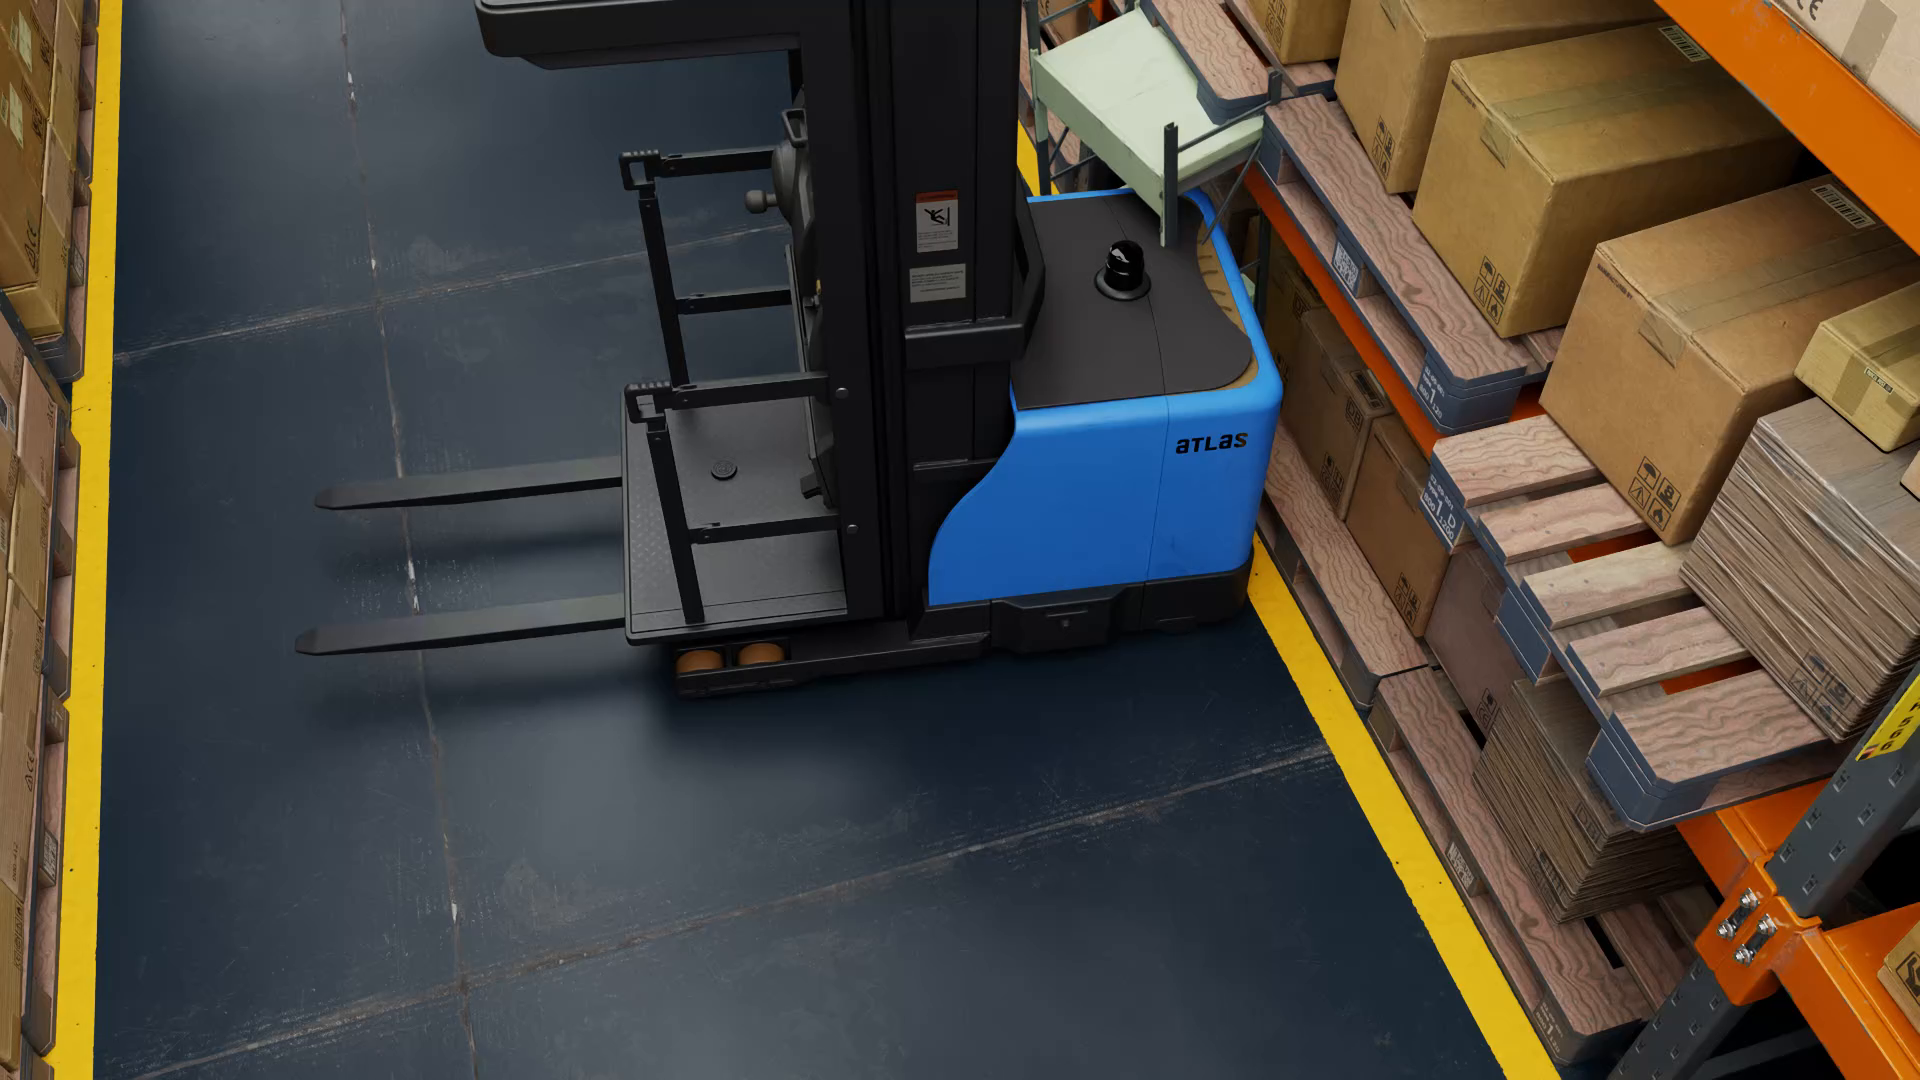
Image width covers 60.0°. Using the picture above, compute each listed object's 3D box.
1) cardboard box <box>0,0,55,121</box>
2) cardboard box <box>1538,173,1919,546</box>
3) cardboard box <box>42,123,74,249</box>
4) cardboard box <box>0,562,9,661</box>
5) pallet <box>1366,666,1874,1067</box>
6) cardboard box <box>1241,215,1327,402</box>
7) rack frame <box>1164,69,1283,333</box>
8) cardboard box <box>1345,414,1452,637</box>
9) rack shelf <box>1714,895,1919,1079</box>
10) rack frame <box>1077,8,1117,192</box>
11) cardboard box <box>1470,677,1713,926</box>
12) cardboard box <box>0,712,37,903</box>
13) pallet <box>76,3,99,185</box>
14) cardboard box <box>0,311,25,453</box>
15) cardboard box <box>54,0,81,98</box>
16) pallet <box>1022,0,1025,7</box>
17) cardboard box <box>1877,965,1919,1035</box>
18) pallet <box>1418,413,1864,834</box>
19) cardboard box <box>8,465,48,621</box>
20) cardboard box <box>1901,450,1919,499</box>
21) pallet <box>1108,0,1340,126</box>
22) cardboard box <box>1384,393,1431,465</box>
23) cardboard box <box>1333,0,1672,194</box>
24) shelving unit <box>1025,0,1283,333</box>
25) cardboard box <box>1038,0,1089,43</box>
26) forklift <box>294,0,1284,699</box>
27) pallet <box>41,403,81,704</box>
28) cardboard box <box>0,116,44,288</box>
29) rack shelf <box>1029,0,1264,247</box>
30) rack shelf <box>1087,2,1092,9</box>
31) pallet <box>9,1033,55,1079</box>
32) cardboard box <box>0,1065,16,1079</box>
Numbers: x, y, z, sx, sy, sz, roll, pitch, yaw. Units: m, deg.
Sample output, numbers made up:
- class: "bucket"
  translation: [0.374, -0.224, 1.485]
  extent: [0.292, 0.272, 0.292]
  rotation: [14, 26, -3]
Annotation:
- class: "cardboard box"
  translation: [-3.889, -1.934, 6.452]
  extent: [0.500, 0.500, 0.500]
  rotation: [-13, 51, -11]
- class: "cardboard box"
  translation: [1.820, -0.422, 3.790]
  extent: [0.700, 0.500, 0.500]
  rotation: [-18, 52, -14]
- class: "cardboard box"
  translation: [-3.745, -1.326, 6.430]
  extent: [0.500, 0.250, 0.500]
  rotation: [-13, 51, -11]
- class: "cardboard box"
  translation: [-3.056, 0.242, 4.741]
  extent: [0.500, 0.311, 0.500]
  rotation: [-13, 51, -11]
- class: "pallet"
  translation: [1.930, 0.823, 4.918]
  extent: [1.003, 0.211, 1.213]
  rotation: [-13, 51, -11]
- class: "cardboard box"
  translation: [1.411, -0.862, 5.862]
  extent: [0.700, 0.500, 0.500]
  rotation: [-14, 51, -12]
- class: "rack frame"
  translation: [0.824, -0.819, 5.333]
  extent: [0.400, 1.500, 0.023]
  rotation: [-29, 56, -13]
- class: "cardboard box"
  translation: [1.681, -0.114, 5.231]
  extent: [0.700, 0.500, 0.500]
  rotation: [-14, 51, -11]
- class: "rack shelf"
  translation: [2.751, 2.188, 2.414]
  extent: [1.077, 0.370, 4.000]
  rotation: [-13, 51, -11]
- class: "rack frame"
  translation: [0.976, -2.426, 5.833]
  extent: [1.000, 3.000, 0.127]
  rotation: [-13, 51, -11]
- class: "cardboard box"
  translation: [1.897, 0.645, 4.591]
  extent: [0.700, 0.500, 0.500]
  rotation: [-13, 51, -10]
- class: "cardboard box"
  translation: [-2.906, 0.800, 4.637]
  extent: [0.500, 0.250, 0.500]
  rotation: [-12, 51, -10]
- class: "pallet"
  translation: [-4.314, -1.887, 7.203]
  extent: [1.003, 0.211, 1.213]
  rotation: [-13, 51, -11]
- class: "cardboard box"
  translation: [-3.361, -0.502, 5.368]
  extent: [0.500, 0.311, 0.500]
  rotation: [-13, 51, -11]
- class: "cardboard box"
  translation: [-4.042, -2.056, 7.045]
  extent: [0.500, 0.250, 0.500]
  rotation: [-13, 51, -11]
- class: "pallet"
  translation: [0.380, -2.902, 8.059]
  extent: [1.003, 0.211, 1.213]
  rotation: [-13, 51, -11]
- class: "cardboard box"
  translation: [2.035, 0.863, 3.212]
  extent: [0.380, 0.149, 0.250]
  rotation: [-14, 51, -12]
- class: "pallet"
  translation: [1.847, 0.061, 3.862]
  extent: [1.213, 0.211, 1.003]
  rotation: [-13, 51, -11]
- class: "cardboard box"
  translation: [-3.207, 0.055, 5.266]
  extent: [0.500, 0.250, 0.500]
  rotation: [-14, 51, -12]
- class: "cardboard box"
  translation: [2.029, -0.133, 3.123]
  extent: [0.380, 0.149, 0.250]
  rotation: [-19, 53, -16]
- class: "pallet"
  translation: [1.063, -1.773, 5.408]
  extent: [1.003, 0.211, 1.213]
  rotation: [-13, 51, -11]
- class: "cardboard box"
  translation: [1.631, -0.401, 4.983]
  extent: [0.500, 0.250, 0.500]
  rotation: [-14, 51, -11]
- class: "cardboard box"
  translation: [1.477, -1.337, 4.562]
  extent: [0.700, 0.500, 0.500]
  rotation: [-7, 50, -6]
- class: "shelving unit"
  translation: [0.635, -1.062, 5.530]
  extent: [0.431, 1.500, 0.755]
  rotation: [-29, 56, -13]
- class: "cardboard box"
  translation: [0.631, -2.511, 7.252]
  extent: [0.500, 0.500, 0.500]
  rotation: [-17, 52, -14]
- class: "forklift"
  translation: [-0.619, -0.875, 4.571]
  extent: [3.031, 2.935, 1.130]
  rotation: [-6, 50, -5]
- class: "pallet"
  translation: [-3.499, 0.125, 5.507]
  extent: [1.003, 0.211, 1.213]
  rotation: [-13, 51, -11]
- class: "cardboard box"
  translation: [-3.593, -1.203, 5.836]
  extent: [0.500, 0.500, 0.500]
  rotation: [-13, 51, -11]
- class: "rack shelf"
  translation: [0.597, -1.288, 5.214]
  extent: [0.431, 0.370, 0.720]
  rotation: [-29, 56, -13]
- class: "rack shelf"
  translation: [0.385, -3.655, 7.340]
  extent: [1.077, 0.370, 4.000]
  rotation: [-13, 51, -11]
- class: "pallet"
  translation: [-2.778, 1.907, 4.004]
  extent: [1.003, 0.211, 1.213]
  rotation: [-13, 51, -11]
- class: "cardboard box"
  translation: [-2.596, 1.553, 4.002]
  extent: [0.500, 0.250, 0.500]
  rotation: [-15, 51, -12]
